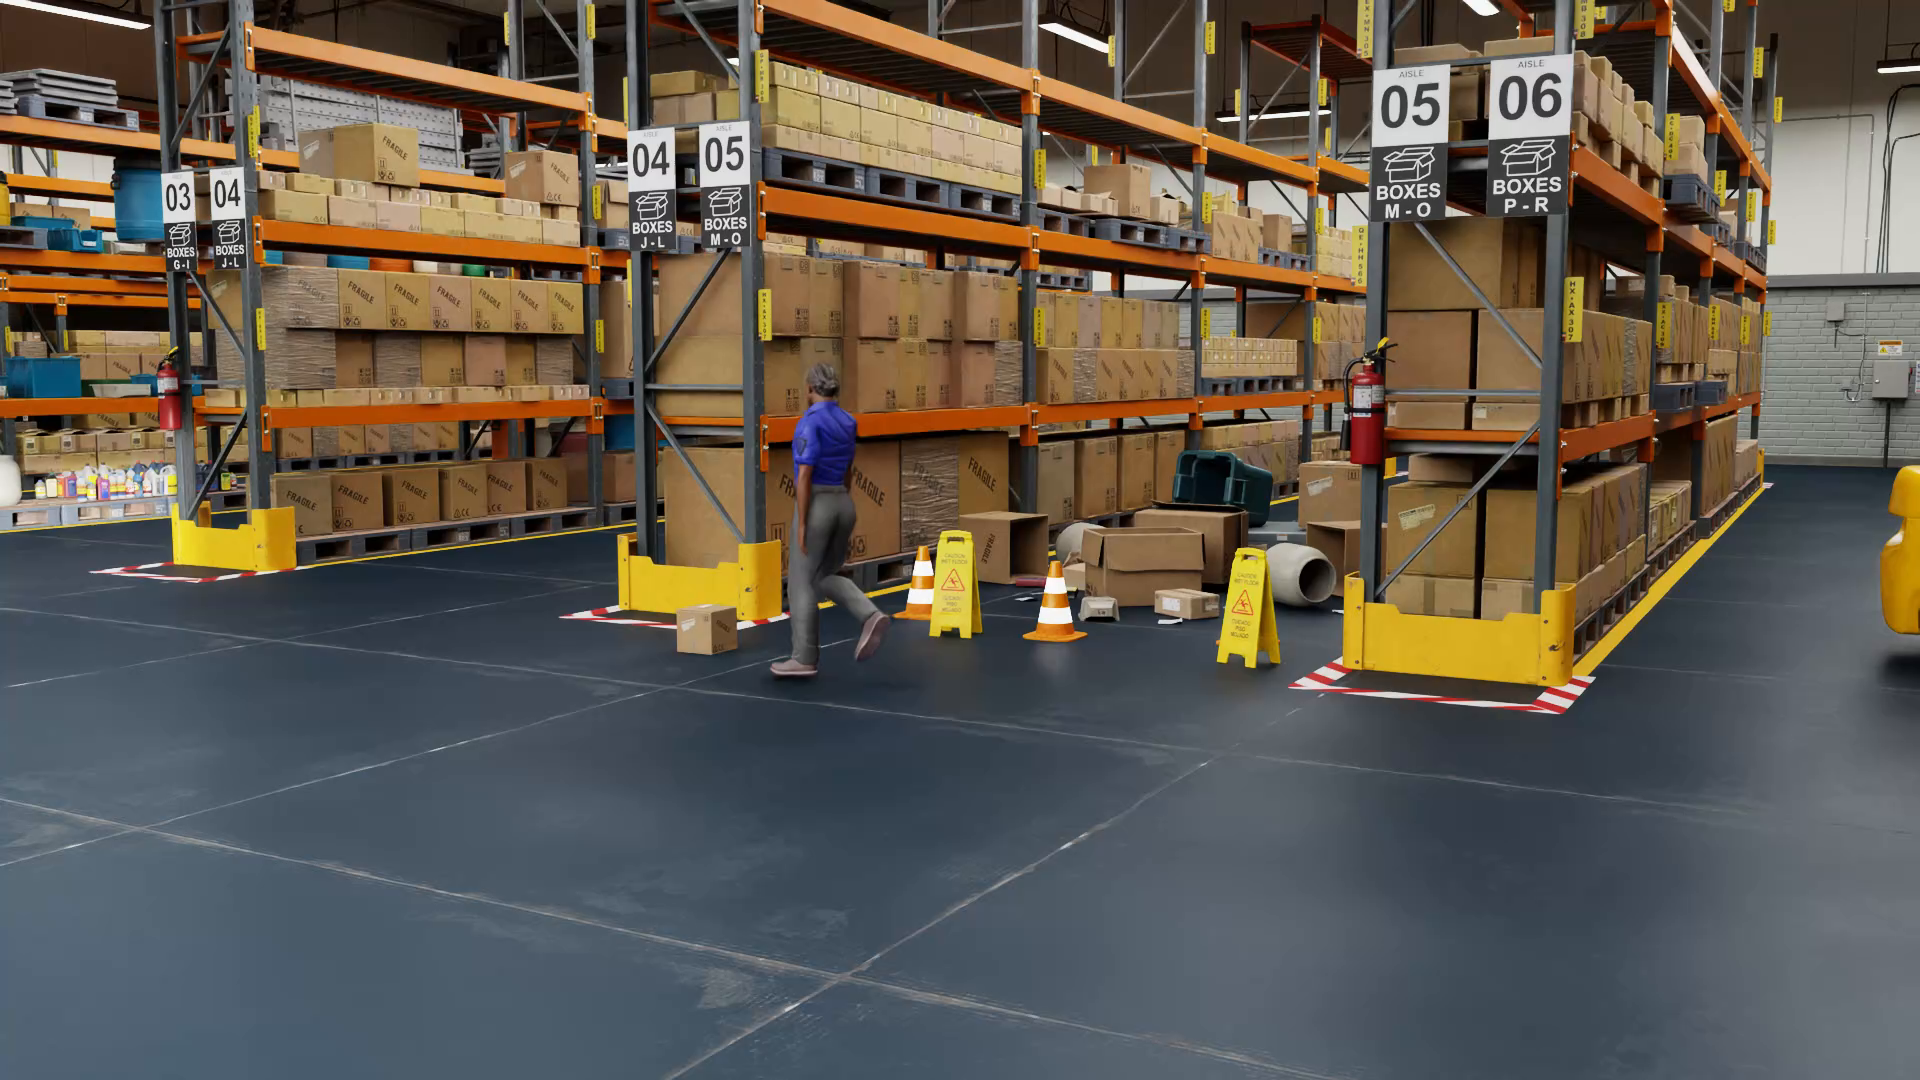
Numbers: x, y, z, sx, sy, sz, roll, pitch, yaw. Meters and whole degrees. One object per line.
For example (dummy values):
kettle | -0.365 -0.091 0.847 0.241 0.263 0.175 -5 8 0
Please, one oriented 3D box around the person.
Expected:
person | -0.683 -0.107 8.755 0.574 1.651 0.460 4 7 35
